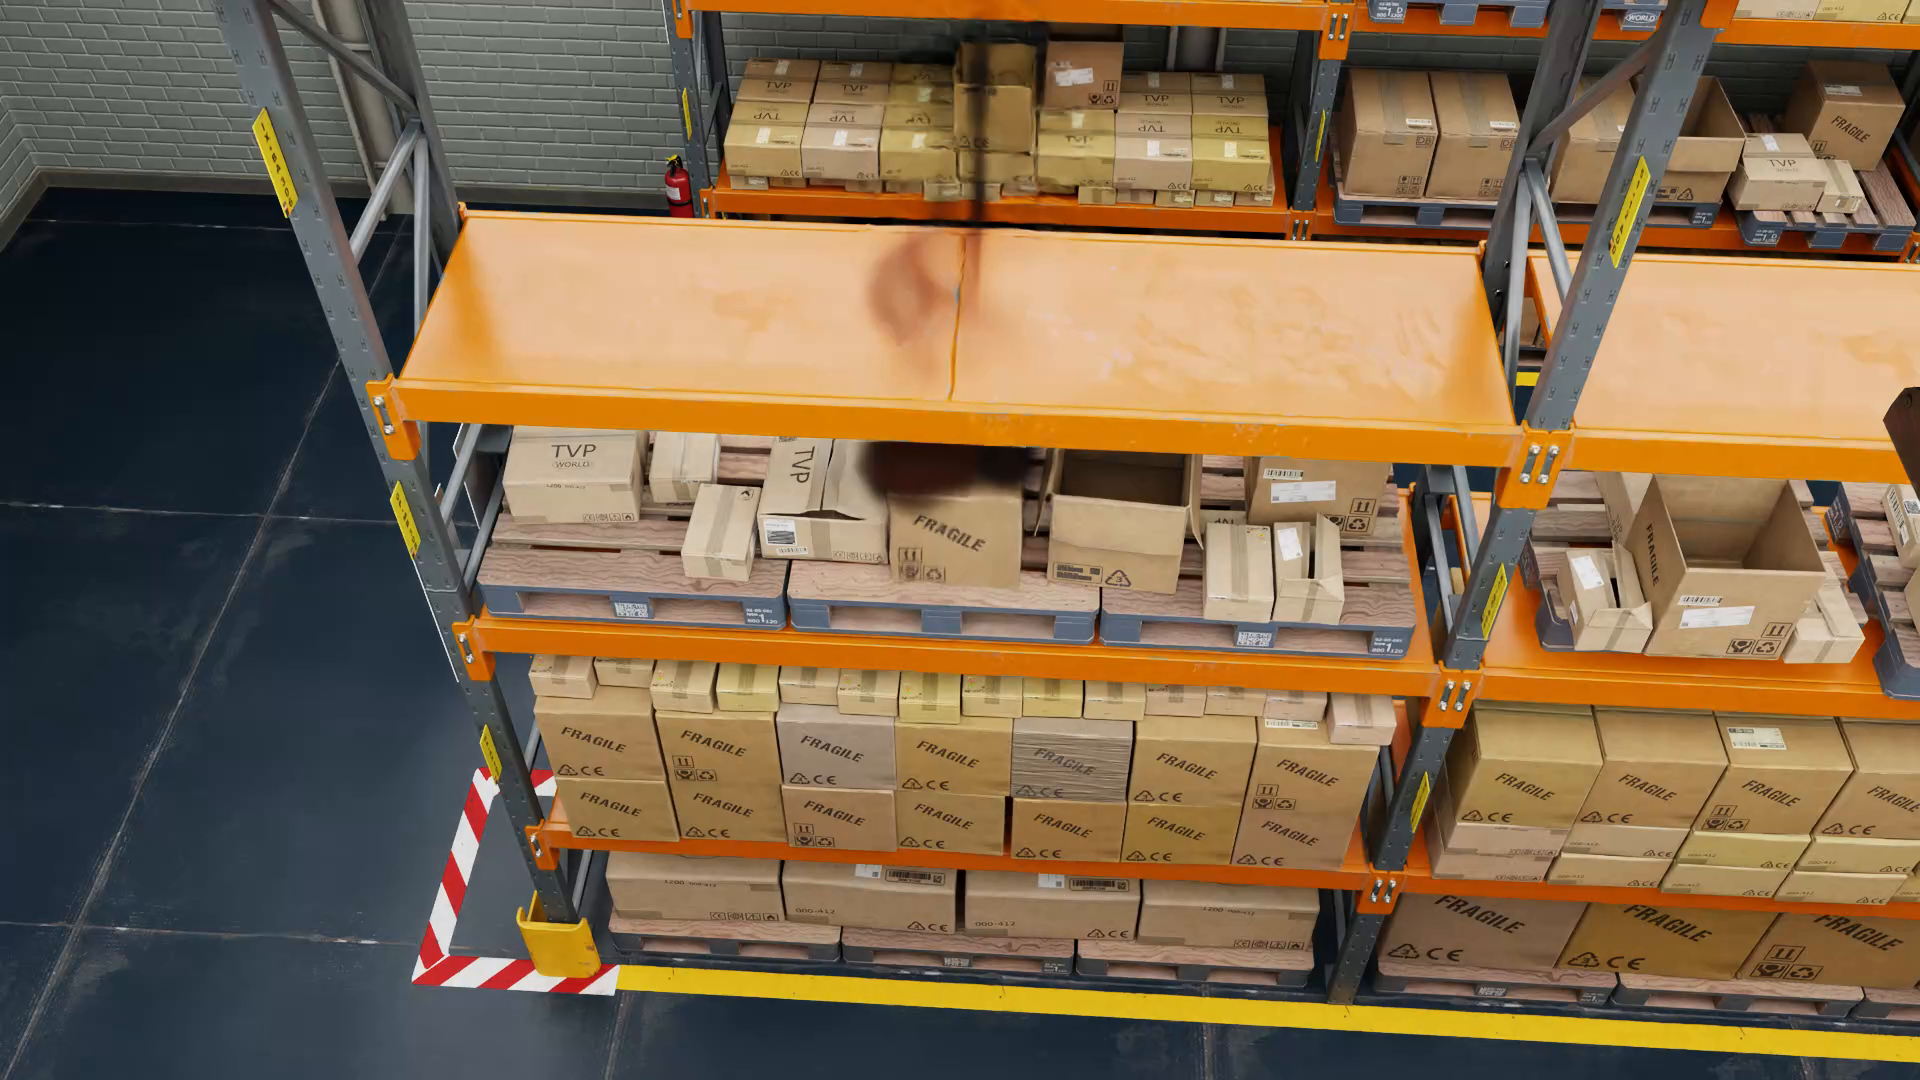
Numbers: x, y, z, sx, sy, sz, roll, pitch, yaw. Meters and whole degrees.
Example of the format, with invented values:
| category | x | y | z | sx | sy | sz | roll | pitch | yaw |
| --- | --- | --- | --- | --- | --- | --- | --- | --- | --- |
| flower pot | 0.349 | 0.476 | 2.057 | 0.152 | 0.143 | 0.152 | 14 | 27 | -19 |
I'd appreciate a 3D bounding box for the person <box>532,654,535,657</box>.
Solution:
| category | x | y | z | sx | sy | sz | roll | pitch | yaw |
| --- | --- | --- | --- | --- | --- | --- | --- | --- | --- |
| person | -2.209 | 0.192 | 9.468 | 0.781 | 1.693 | 0.597 | -14 | 49 | -12 |
